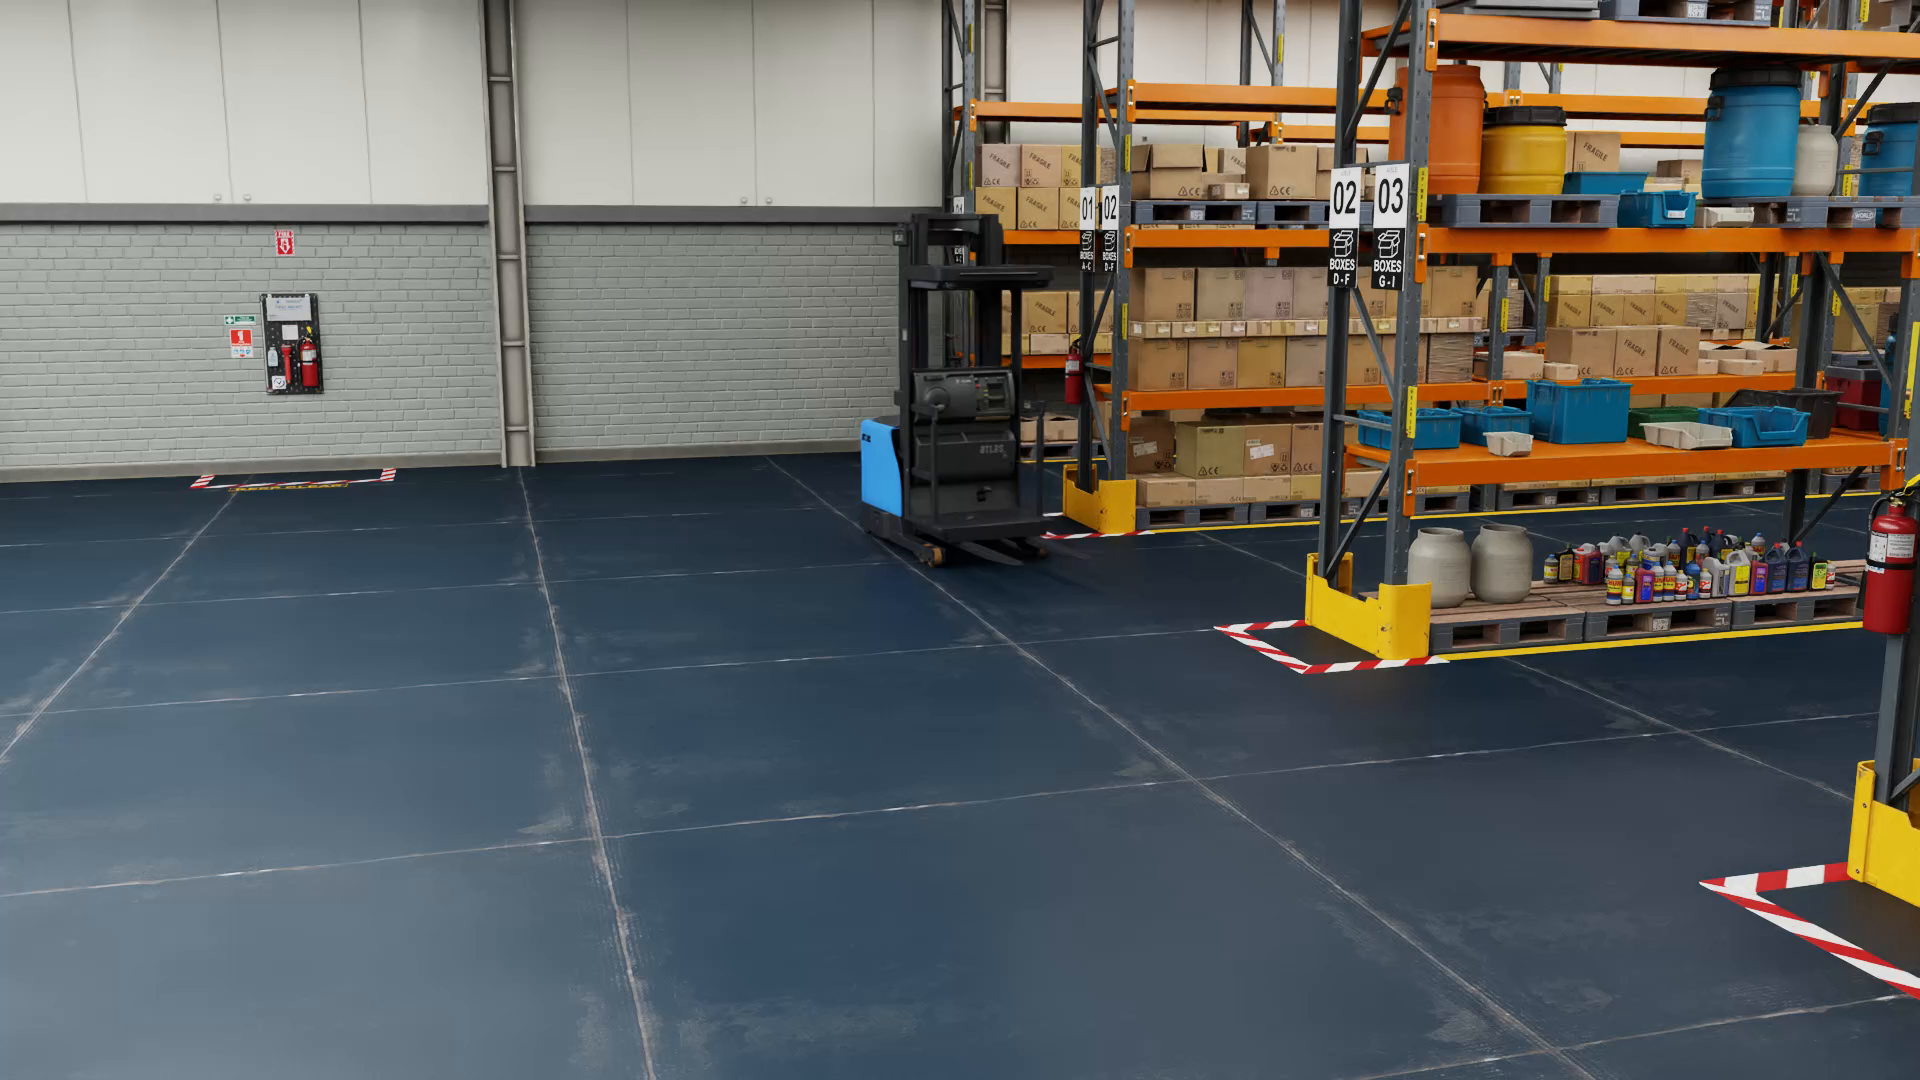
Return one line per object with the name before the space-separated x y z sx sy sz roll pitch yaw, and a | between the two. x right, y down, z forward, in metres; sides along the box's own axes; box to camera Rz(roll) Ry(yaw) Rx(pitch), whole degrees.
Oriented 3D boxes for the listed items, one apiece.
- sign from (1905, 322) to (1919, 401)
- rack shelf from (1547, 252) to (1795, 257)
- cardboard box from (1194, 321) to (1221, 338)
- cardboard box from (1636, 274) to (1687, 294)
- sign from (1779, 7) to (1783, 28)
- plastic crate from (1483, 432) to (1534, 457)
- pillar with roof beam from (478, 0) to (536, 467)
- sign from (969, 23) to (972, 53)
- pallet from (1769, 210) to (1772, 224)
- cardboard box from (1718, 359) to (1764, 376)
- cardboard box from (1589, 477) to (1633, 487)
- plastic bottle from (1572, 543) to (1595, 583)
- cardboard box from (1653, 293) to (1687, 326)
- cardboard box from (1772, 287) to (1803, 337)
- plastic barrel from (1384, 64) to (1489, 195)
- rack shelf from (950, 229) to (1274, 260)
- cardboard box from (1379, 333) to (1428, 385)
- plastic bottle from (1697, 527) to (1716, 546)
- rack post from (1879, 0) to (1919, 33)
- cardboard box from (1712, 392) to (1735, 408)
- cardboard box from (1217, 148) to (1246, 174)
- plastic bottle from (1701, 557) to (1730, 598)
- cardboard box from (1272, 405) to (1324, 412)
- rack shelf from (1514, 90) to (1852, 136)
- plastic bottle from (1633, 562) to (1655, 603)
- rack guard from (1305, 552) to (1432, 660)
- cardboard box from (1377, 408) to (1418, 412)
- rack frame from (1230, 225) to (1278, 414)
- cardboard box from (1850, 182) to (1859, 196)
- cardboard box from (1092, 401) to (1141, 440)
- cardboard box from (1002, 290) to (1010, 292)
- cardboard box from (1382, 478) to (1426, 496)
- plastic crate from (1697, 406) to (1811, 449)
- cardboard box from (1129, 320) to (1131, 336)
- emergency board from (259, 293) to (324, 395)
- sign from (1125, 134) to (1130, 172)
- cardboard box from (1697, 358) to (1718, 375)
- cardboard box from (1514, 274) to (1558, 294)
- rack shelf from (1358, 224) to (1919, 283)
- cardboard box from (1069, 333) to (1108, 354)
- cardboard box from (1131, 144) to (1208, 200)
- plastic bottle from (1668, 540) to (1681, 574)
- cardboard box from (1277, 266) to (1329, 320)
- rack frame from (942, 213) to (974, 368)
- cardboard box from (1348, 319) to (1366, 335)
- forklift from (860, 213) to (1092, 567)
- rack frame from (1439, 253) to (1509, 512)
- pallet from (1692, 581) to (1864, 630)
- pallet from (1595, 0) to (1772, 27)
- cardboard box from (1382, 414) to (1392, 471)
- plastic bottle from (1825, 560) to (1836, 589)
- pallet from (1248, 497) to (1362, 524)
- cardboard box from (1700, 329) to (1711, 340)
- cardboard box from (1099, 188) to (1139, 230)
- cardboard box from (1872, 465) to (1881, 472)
sign | 3.991 -0.740 6.915 0.005 0.325 0.100 -3 11 -16
rack shelf | 9.574 -4.128 23.093 4.000 0.370 1.077 -3 11 -16
cardboard box | 2.291 -2.017 15.853 0.250 0.149 0.380 -3 11 -16
cardboard box | 9.645 -3.538 22.961 0.500 0.250 0.500 -3 11 -17
sign | 8.881 -5.587 17.948 0.005 0.325 0.100 -3 11 -16
plastic crate | 3.691 -0.638 11.162 0.250 0.136 0.298 -3 11 -16
pillar with roof beam | -4.154 -4.585 15.302 0.400 9.000 9.100 -3 11 -16
sign | 0.125 -5.855 19.403 0.005 0.325 0.100 -3 11 -16
pallet | 8.416 -3.377 17.547 1.003 0.211 1.213 -2 11 -13
cardboard box | 8.256 -1.828 17.588 0.250 0.149 0.380 -3 11 -16
cardboard box | 6.646 -0.726 17.346 0.500 0.250 0.500 -3 11 -18
plastic bottle | 4.633 0.167 12.364 0.135 0.276 0.152 -3 11 -16
cardboard box | 9.672 -3.169 23.025 0.500 0.500 0.500 -3 11 -14
cardboard box | 12.020 -3.280 23.956 0.700 0.700 0.980 -3 11 -15
plastic barrel | 3.173 -2.718 11.101 0.708 0.830 0.600 -3 11 -16
rack shelf | 1.893 -3.724 20.894 4.000 0.370 1.077 -3 11 -16
cardboard box | 4.273 -1.840 16.685 0.500 0.500 0.700 -3 11 -17
plastic bottle | 5.692 0.074 12.665 0.185 0.351 0.144 -3 11 -14
rack post | 8.449 -4.144 12.356 3.121 1.000 1.013 -3 11 -16
cardboard box | 10.907 -2.202 23.704 0.750 0.750 0.750 -3 11 -15
cardboard box | 3.408 -4.657 20.883 0.500 0.500 0.500 -4 11 -21
plastic bottle | 5.393 0.258 11.870 0.135 0.276 0.152 -3 11 -15
cardboard box | 4.516 -1.731 22.055 0.500 0.500 0.700 -3 11 -14
rack shelf | 7.122 -4.344 17.081 4.000 0.370 1.077 -3 11 -16
plastic bottle | 4.792 0.295 11.651 0.133 0.283 0.061 -3 11 -15
rack guard | 2.802 0.439 11.487 0.348 0.500 1.175 -3 11 -16
cardboard box | 4.669 -1.096 17.285 0.500 0.500 0.500 -3 11 -16
rack frame | 3.814 -2.703 21.650 0.127 3.000 1.000 -3 11 -16
cardboard box | 9.452 -3.597 17.944 0.500 0.500 0.910 -3 11 -16
cardboard box | 1.928 -1.565 21.153 0.500 0.500 0.700 -4 11 -20
cardboard box | 0.366 -2.867 20.825 0.500 0.500 0.500 -3 11 -17
cardboard box | 4.335 -0.612 16.722 0.500 0.250 0.500 -3 11 -16
plastic crate | 5.596 -0.805 11.748 0.616 0.251 0.499 -3 11 -16
cardboard box | 1.675 -2.061 16.091 0.250 0.149 0.380 -3 11 -17
emergency board | -7.741 -2.265 19.267 0.643 1.169 0.194 -3 11 -16
sign | 1.511 -3.487 14.990 0.005 0.325 0.100 -3 11 -16
cardboard box | 7.834 -1.847 17.692 0.250 0.149 0.380 -2 11 -12
cardboard box | 8.017 -3.548 23.013 0.500 0.250 0.500 -3 11 -14
rack shelf | 4.662 -2.001 11.539 4.000 0.370 1.077 -3 11 -16
cardboard box | 1.516 -2.460 20.687 0.500 0.250 0.500 -3 11 -17
cardboard box | 1.914 -3.470 15.696 0.637 0.503 0.797 -2 11 -12
plastic bottle | 5.380 0.136 12.545 0.097 0.271 0.097 0 10 0
cardboard box | 3.332 -2.430 16.305 0.500 0.500 0.700 -3 11 -16
rack frame | -0.027 -2.501 20.550 0.127 3.000 1.000 -3 11 -16
cardboard box | 3.781 -2.096 16.281 0.250 0.149 0.380 -3 11 -14
forklift | 0.128 -1.302 14.227 1.130 2.935 3.031 -5 11 -24
rack frame | 5.202 -1.842 16.973 0.127 3.000 1.000 -3 11 -16
pallet | 5.926 0.417 12.402 1.213 0.211 1.003 -3 11 -16
pallet | 4.625 -3.533 11.213 1.213 0.211 1.003 -3 11 -16
cardboard box | 4.334 -0.981 16.656 0.500 0.500 0.500 -3 11 -16
plastic bottle | 6.321 0.251 12.115 0.097 0.201 0.097 0 10 0
pallet | 3.253 -0.376 16.708 1.213 0.211 1.003 -3 11 -16
cardboard box | 10.262 -2.882 23.257 0.250 0.149 0.380 -3 11 -16
cardboard box | 1.895 -4.087 20.552 0.500 0.500 0.500 -2 11 -12
cardboard box | 10.060 -1.033 18.264 0.500 0.500 0.500 -3 11 -18
